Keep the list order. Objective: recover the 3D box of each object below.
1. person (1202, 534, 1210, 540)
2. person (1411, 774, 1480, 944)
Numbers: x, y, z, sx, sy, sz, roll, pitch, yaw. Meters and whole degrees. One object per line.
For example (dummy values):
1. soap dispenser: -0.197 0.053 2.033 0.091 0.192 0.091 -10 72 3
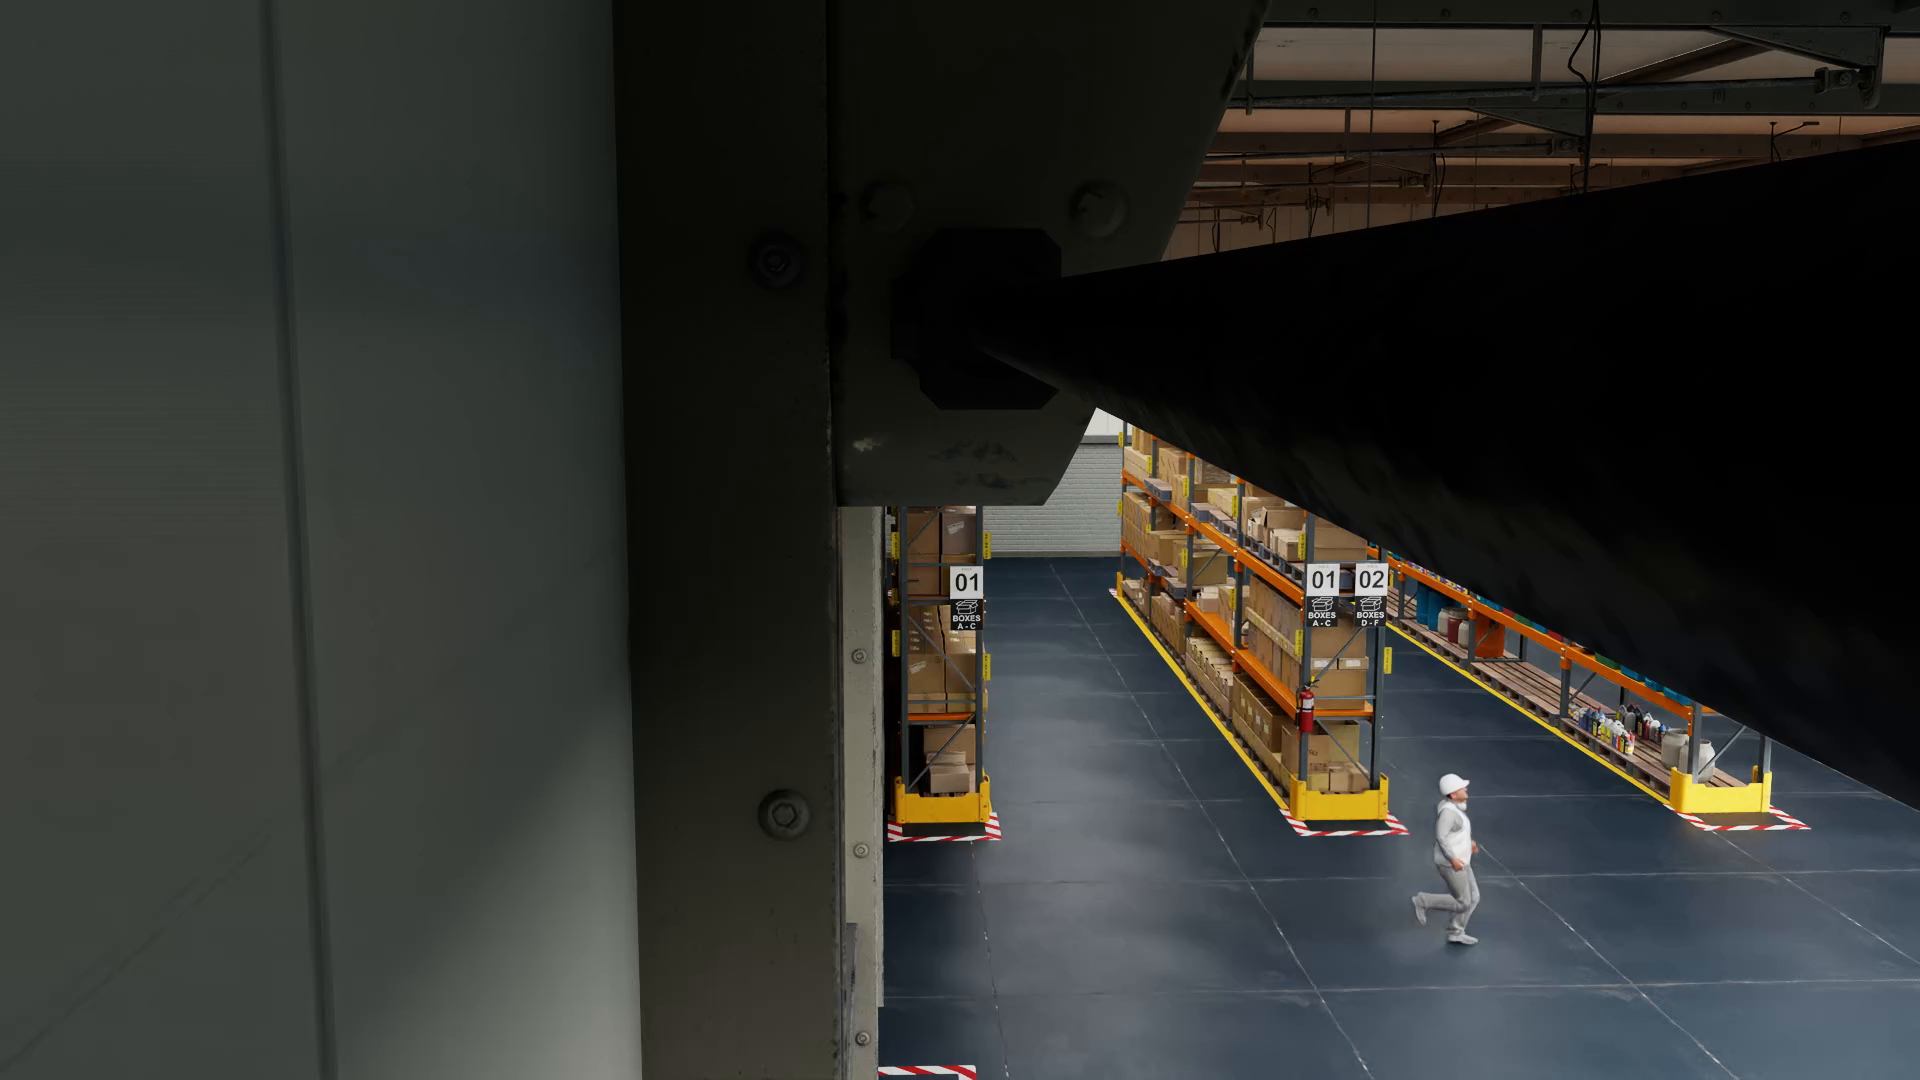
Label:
1. person: 5.259 0.268 37.036 0.711 1.774 0.841 6 10 36
2. person: 4.861 3.175 16.584 0.643 1.729 0.678 3 9 21
